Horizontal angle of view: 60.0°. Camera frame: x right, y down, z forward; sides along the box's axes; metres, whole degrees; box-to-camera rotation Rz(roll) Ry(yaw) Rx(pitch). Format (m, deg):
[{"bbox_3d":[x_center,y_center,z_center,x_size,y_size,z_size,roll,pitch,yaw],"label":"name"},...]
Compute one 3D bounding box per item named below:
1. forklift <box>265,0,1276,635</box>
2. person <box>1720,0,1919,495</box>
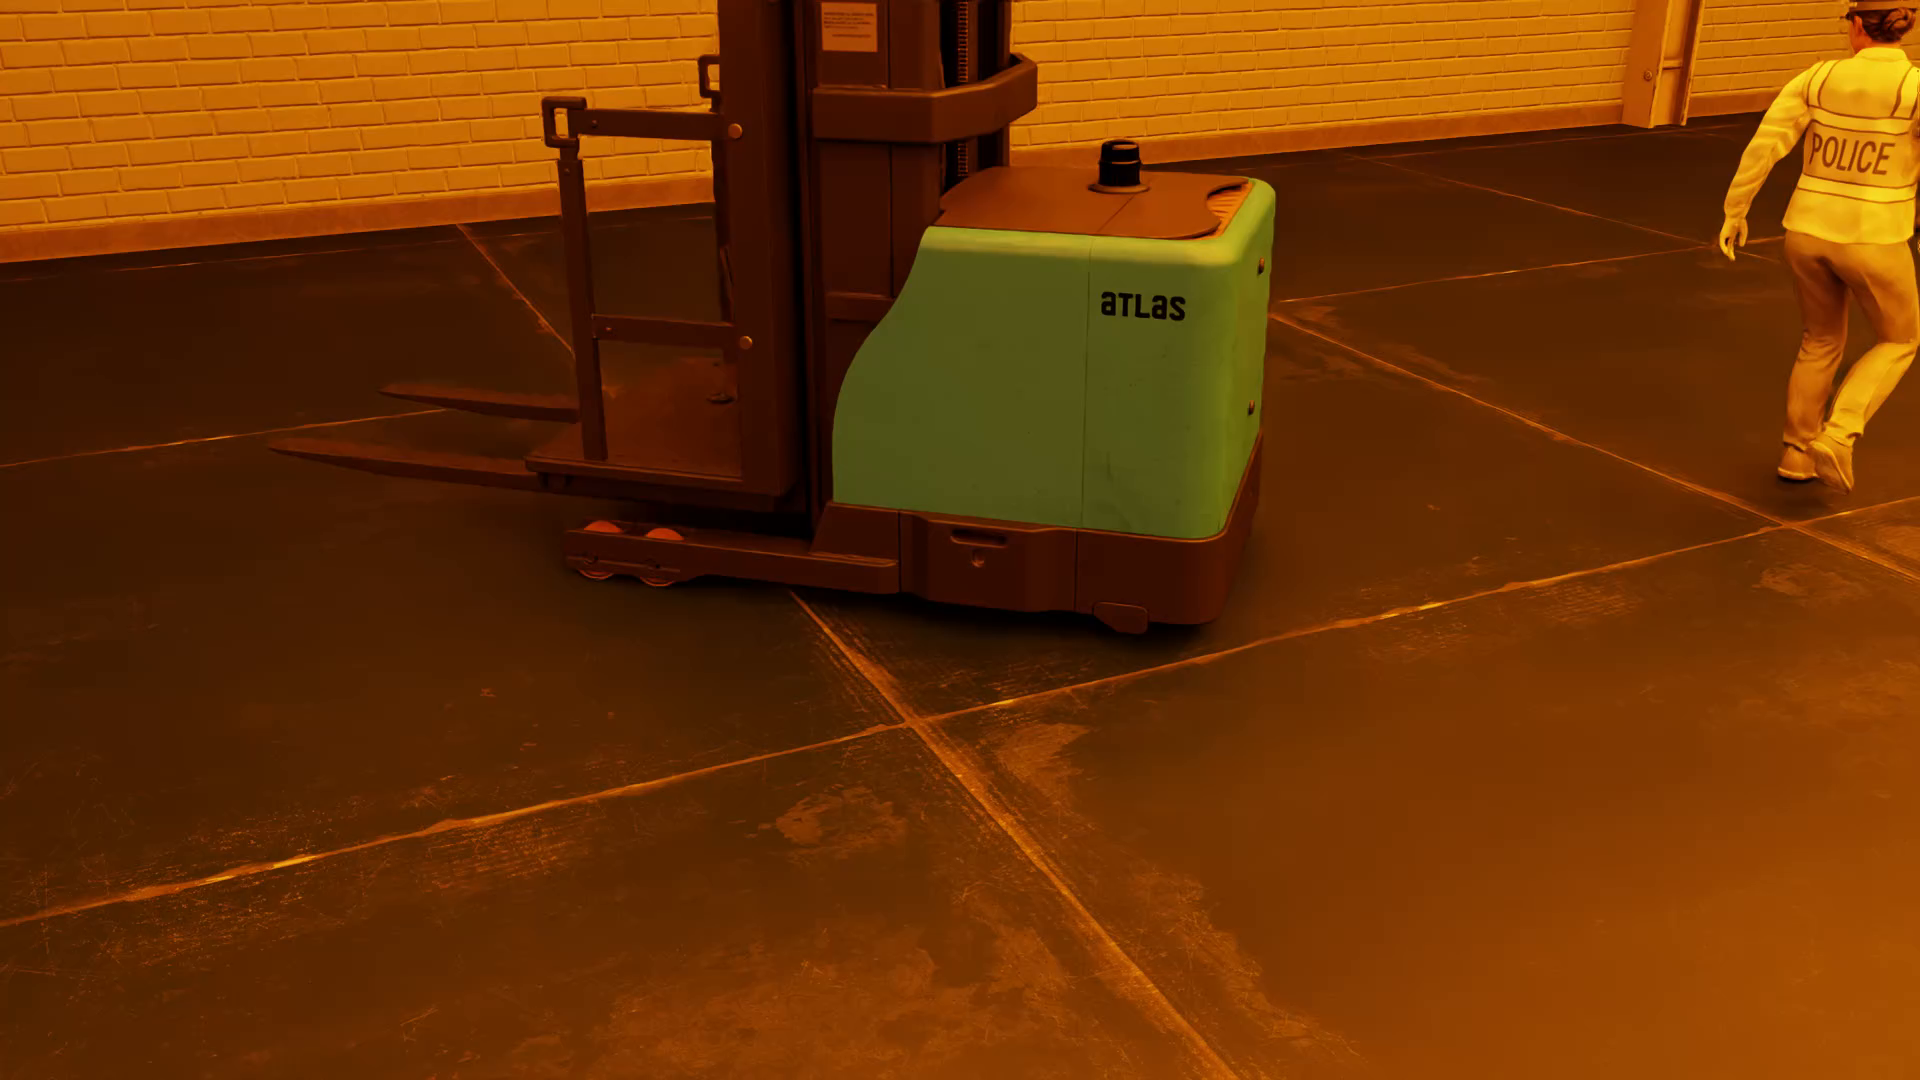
[{"bbox_3d":[-0.642,-1.405,4.668,3.031,2.935,1.130,6,23,15],"label":"forklift"},{"bbox_3d":[2.815,-0.959,5.308,0.487,1.628,0.680,-15,27,-32],"label":"person"}]
